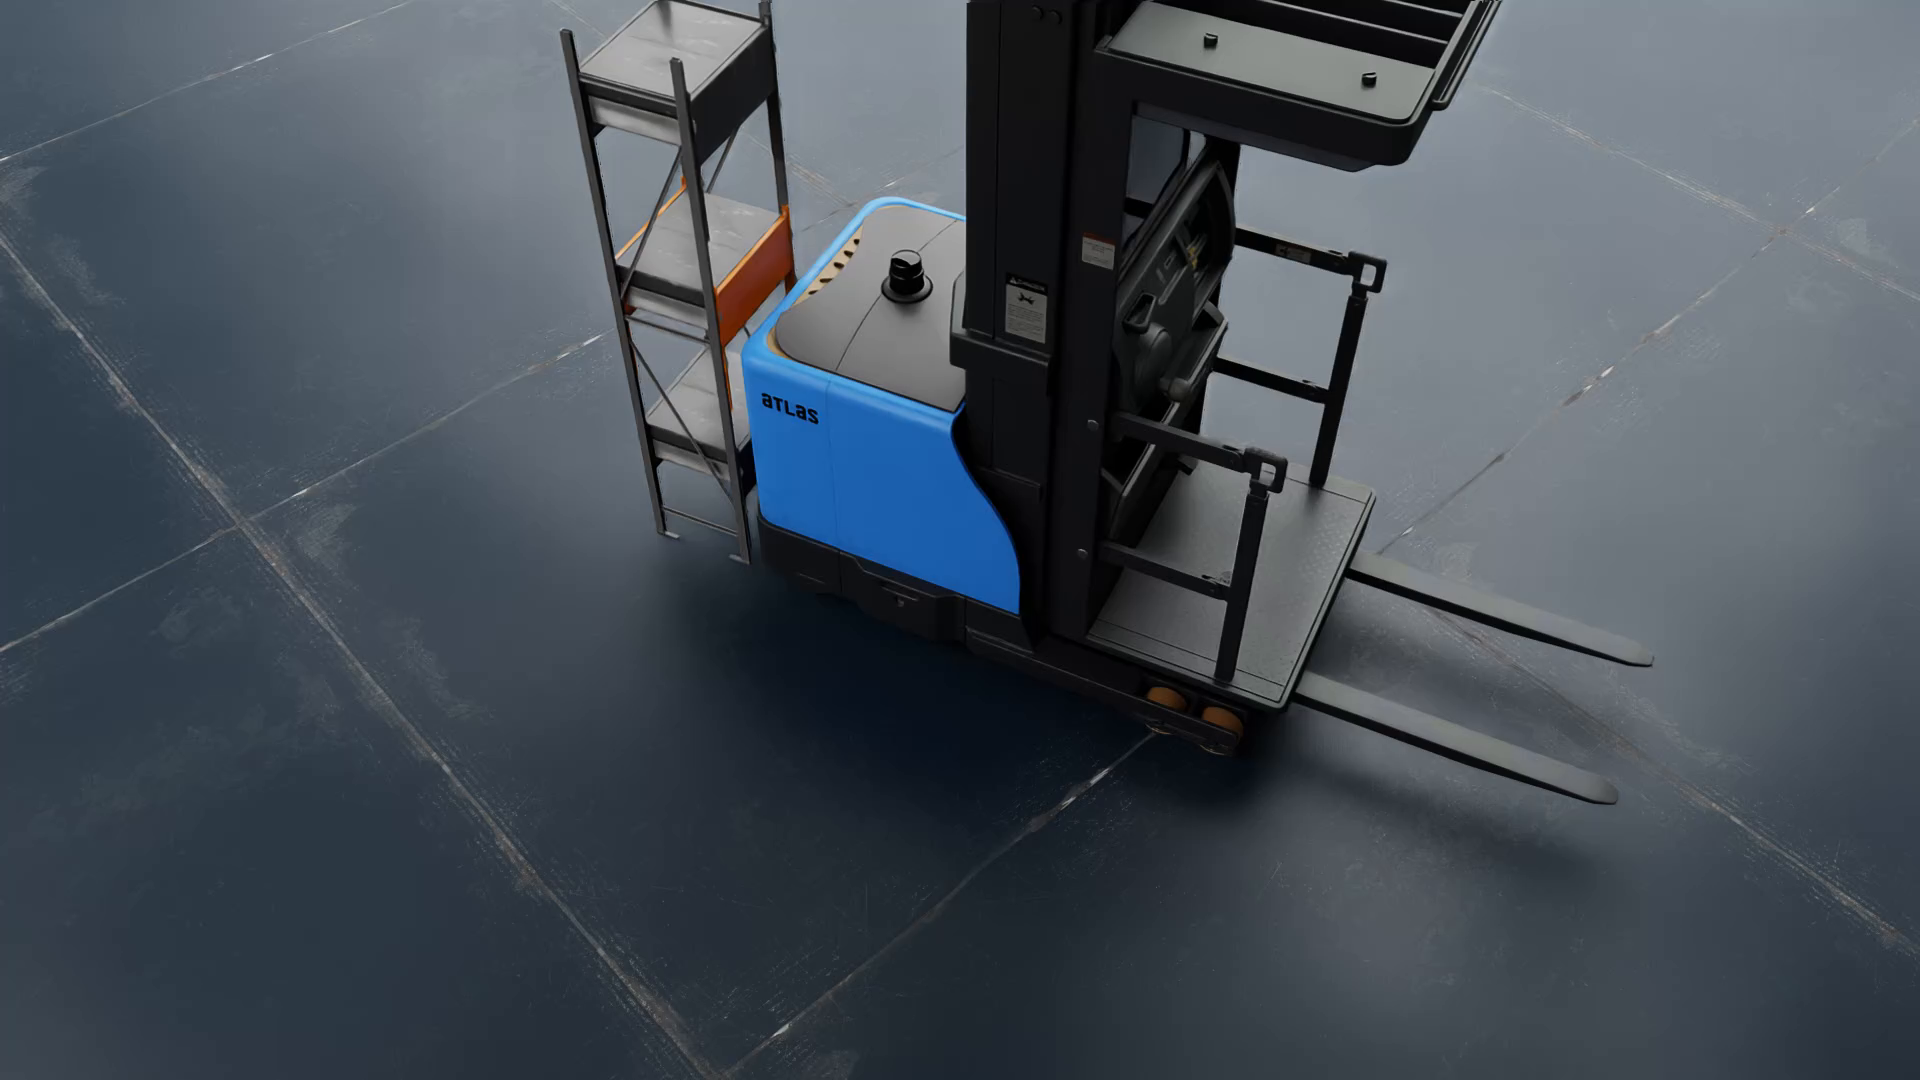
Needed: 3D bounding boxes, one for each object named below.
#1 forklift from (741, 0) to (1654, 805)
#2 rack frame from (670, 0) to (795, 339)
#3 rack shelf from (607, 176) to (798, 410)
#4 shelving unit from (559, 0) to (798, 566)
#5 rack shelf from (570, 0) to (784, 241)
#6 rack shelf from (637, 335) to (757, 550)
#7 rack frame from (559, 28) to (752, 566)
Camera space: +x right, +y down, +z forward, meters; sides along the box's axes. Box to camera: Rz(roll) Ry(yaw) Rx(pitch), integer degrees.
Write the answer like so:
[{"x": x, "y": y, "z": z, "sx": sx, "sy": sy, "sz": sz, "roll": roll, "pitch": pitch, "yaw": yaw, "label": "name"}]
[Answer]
[{"x": 0.828, "y": -0.723, "z": 4.923, "sx": 3.031, "sy": 2.935, "sz": 1.130, "roll": 20, "pitch": 50, "yaw": 17, "label": "forklift"}, {"x": -0.753, "y": -1.008, "z": 5.751, "sx": 0.400, "sy": 2.100, "sz": 0.015, "roll": 19, "pitch": 50, "yaw": 16, "label": "rack frame"}, {"x": -0.855, "y": -0.836, "z": 5.611, "sx": 0.431, "sy": 0.518, "sz": 0.480, "roll": 19, "pitch": 50, "yaw": 16, "label": "rack shelf"}, {"x": -0.855, "y": -0.845, "z": 5.601, "sx": 0.431, "sy": 2.100, "sz": 0.503, "roll": 19, "pitch": 50, "yaw": 16, "label": "shelving unit"}, {"x": -0.855, "y": -1.310, "z": 5.097, "sx": 0.431, "sy": 0.518, "sz": 0.480, "roll": 19, "pitch": 50, "yaw": 16, "label": "rack shelf"}, {"x": -0.855, "y": -0.361, "z": 6.125, "sx": 0.431, "sy": 0.518, "sz": 0.480, "roll": 19, "pitch": 50, "yaw": 16, "label": "rack shelf"}, {"x": -0.957, "y": -0.682, "z": 5.451, "sx": 0.400, "sy": 2.100, "sz": 0.015, "roll": 19, "pitch": 50, "yaw": 16, "label": "rack frame"}]
